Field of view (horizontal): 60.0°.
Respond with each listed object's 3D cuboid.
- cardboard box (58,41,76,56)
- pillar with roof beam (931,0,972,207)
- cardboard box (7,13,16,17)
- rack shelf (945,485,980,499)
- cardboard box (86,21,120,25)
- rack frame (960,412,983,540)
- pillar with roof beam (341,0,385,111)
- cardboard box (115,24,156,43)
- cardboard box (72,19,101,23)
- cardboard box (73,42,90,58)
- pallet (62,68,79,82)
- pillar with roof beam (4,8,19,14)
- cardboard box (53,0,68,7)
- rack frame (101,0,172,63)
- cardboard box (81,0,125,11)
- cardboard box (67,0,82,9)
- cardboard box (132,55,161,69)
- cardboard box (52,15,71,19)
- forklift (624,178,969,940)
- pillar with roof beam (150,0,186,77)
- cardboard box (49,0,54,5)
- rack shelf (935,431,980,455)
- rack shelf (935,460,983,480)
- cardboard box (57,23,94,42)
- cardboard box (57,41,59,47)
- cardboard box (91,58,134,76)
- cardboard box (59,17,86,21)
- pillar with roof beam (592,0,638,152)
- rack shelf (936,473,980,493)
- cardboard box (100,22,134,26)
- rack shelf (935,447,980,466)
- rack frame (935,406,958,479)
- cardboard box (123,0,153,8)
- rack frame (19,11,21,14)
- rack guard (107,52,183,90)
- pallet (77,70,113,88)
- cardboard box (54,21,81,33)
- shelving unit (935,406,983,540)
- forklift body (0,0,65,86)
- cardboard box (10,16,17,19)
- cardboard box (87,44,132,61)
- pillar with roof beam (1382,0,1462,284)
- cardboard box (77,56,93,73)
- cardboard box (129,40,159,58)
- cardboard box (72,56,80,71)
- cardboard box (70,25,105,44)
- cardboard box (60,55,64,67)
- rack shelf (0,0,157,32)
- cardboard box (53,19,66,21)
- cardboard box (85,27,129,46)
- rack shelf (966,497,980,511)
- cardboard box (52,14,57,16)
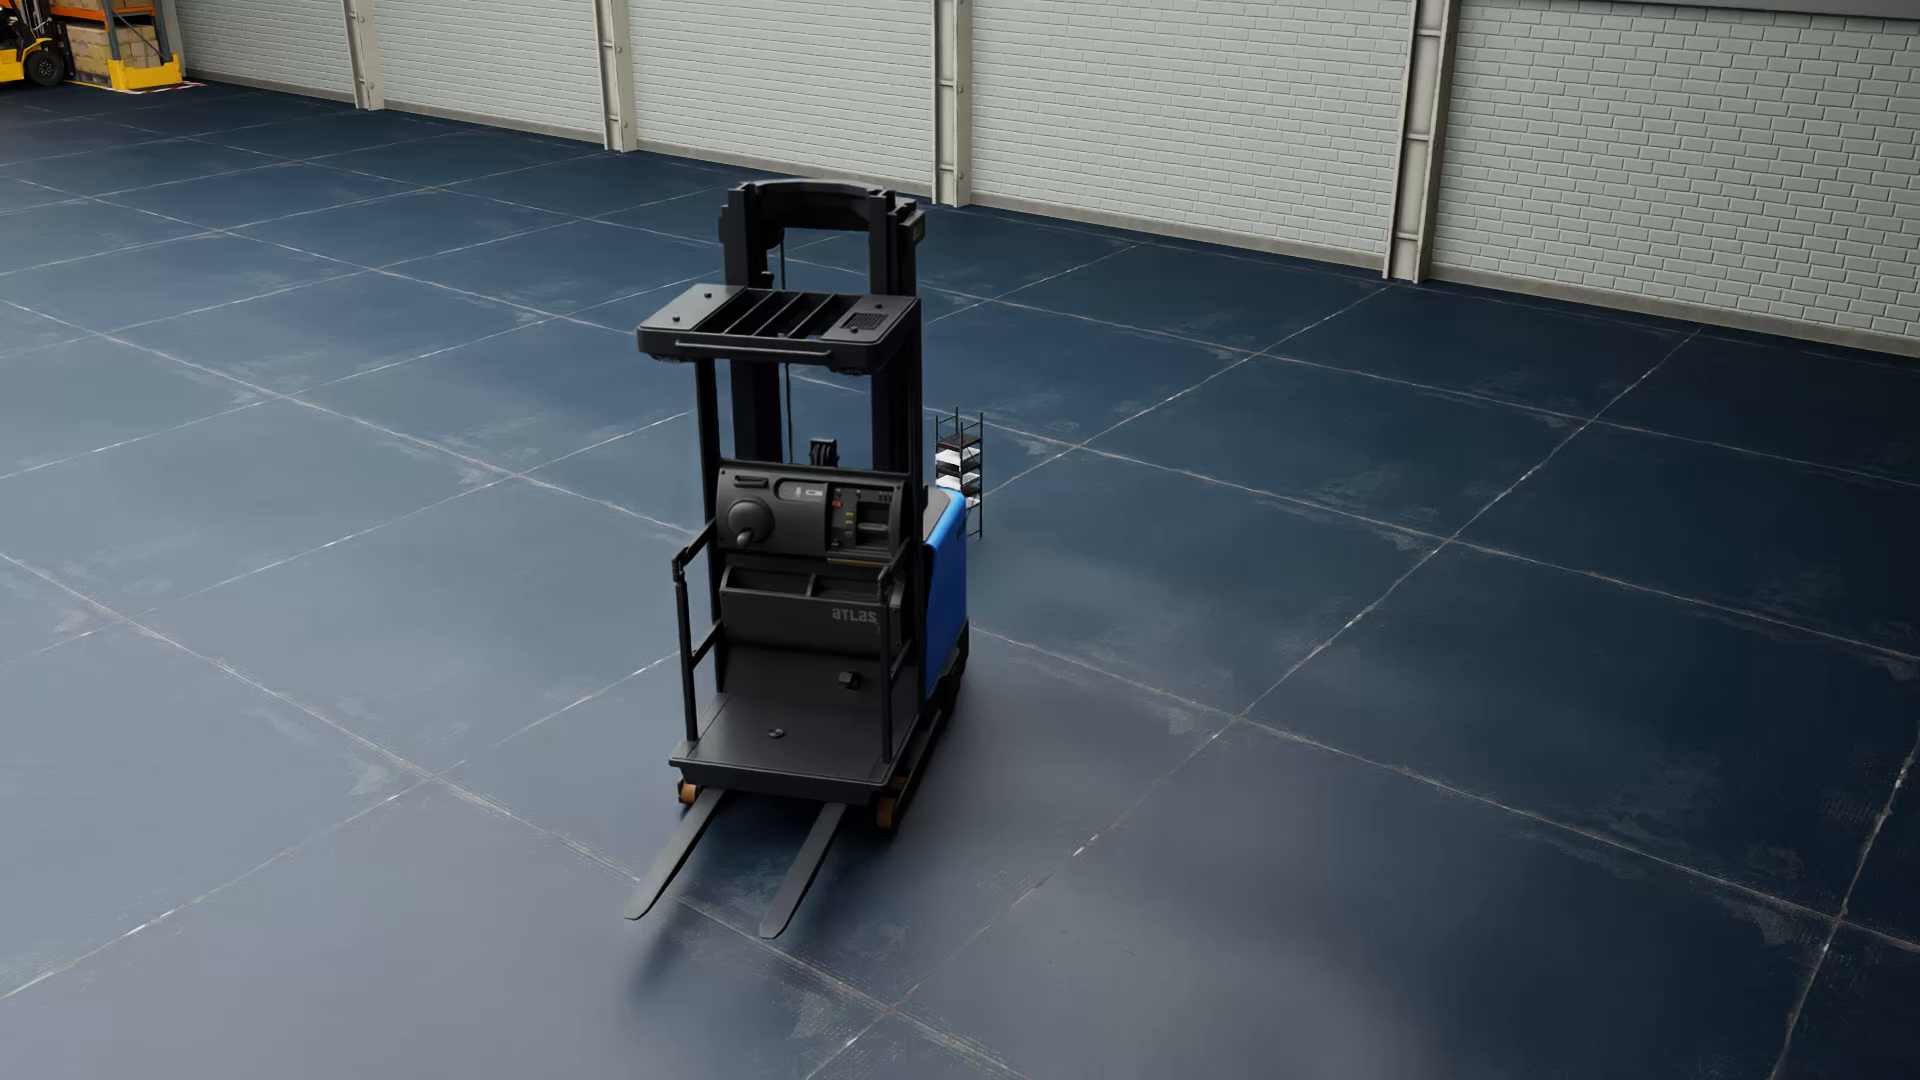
[{"bbox_3d":[-15.887,-8.905,30.009,0.500,0.250,0.500,16,28,32],"label":"cardboard box"},{"bbox_3d":[-2.684,-6.945,15.852,0.400,9.000,9.100,17,29,33],"label":"pillar with roof beam"},{"bbox_3d":[-18.730,-9.868,32.350,0.625,0.625,0.875,16,29,33],"label":"cardboard box"},{"bbox_3d":[-0.006,-0.301,11.123,0.200,0.077,0.258,17,29,33],"label":"rack shelf"},{"bbox_3d":[-15.556,-9.295,30.276,0.500,0.250,0.500,17,29,33],"label":"cardboard box"},{"bbox_3d":[0.075,-0.389,11.017,0.006,0.900,0.240,17,29,33],"label":"rack frame"},{"bbox_3d":[-12.287,-9.847,22.438,0.400,9.000,9.100,17,29,33],"label":"pillar with roof beam"},{"bbox_3d":[-14.760,-9.051,29.722,0.500,0.250,0.500,16,29,33],"label":"cardboard box"},{"bbox_3d":[-15.962,-9.421,30.562,0.500,0.250,0.500,16,28,32],"label":"cardboard box"},{"bbox_3d":[-15.461,-8.787,29.741,0.500,0.250,0.500,16,29,33],"label":"cardboard box"},{"bbox_3d":[-16.098,-8.673,30.672,1.213,0.211,1.003,17,29,33],"label":"pallet"},{"bbox_3d":[-21.889,-12.749,29.024,0.400,9.000,9.100,17,29,33],"label":"pillar with roof beam"},{"bbox_3d":[-15.860,-9.815,29.681,0.500,0.500,0.500,16,29,32],"label":"cardboard box"},{"bbox_3d":[-14.489,-9.482,29.051,0.127,3.000,1.000,17,29,33],"label":"rack frame"},{"bbox_3d":[-15.040,-9.562,29.109,0.500,0.500,0.500,16,28,32],"label":"cardboard box"},{"bbox_3d":[-15.450,-9.691,29.400,0.500,0.500,0.500,18,29,35],"label":"cardboard box"},{"bbox_3d":[-14.765,-8.598,29.934,0.500,0.250,0.500,17,29,34],"label":"cardboard box"},{"bbox_3d":[-16.766,-9.667,31.119,0.500,0.250,0.500,16,29,33],"label":"cardboard box"},{"bbox_3d":[-0.772,-0.101,7.844,1.130,2.935,3.031,5,24,11],"label":"forklift"},{"bbox_3d":[-17.088,-11.298,25.731,0.400,9.000,9.100,17,29,33],"label":"pillar with roof beam"},{"bbox_3d":[-16.269,-9.933,29.949,0.500,0.500,0.500,17,29,34],"label":"cardboard box"},{"bbox_3d":[-0.006,-0.630,10.978,0.200,0.077,0.258,17,29,33],"label":"rack shelf"},{"bbox_3d":[-0.006,-0.466,11.050,0.200,0.077,0.258,17,29,33],"label":"rack shelf"},{"bbox_3d":[-15.867,-9.125,29.889,0.500,0.250,0.500,17,29,34],"label":"cardboard box"},{"bbox_3d":[-16.285,-9.027,30.287,0.500,0.250,0.500,17,29,33],"label":"cardboard box"},{"bbox_3d":[-15.055,-8.428,29.547,0.500,0.250,0.500,17,29,34],"label":"cardboard box"},{"bbox_3d":[-16.369,-9.540,30.832,0.500,0.250,0.500,17,29,34],"label":"cardboard box"},{"bbox_3d":[-7.485,-8.396,19.145,0.400,9.000,9.100,17,29,33],"label":"pillar with roof beam"},{"bbox_3d":[-0.006,-0.383,11.086,0.200,0.077,0.258,17,29,33],"label":"rack shelf"},{"bbox_3d":[-15.162,-9.171,29.993,0.500,0.250,0.500,17,29,33],"label":"cardboard box"},{"bbox_3d":[-0.006,-0.548,11.014,0.200,0.077,0.258,17,29,33],"label":"rack shelf"},{"bbox_3d":[-0.088,-0.438,11.129,0.006,0.900,0.240,17,29,33],"label":"rack frame"},{"bbox_3d":[-14.719,-9.738,29.506,0.500,0.500,0.500,18,29,35],"label":"cardboard box"},{"bbox_3d":[-17.690,-10.450,31.247,0.127,3.000,1.000,17,29,33],"label":"rack frame"},{"bbox_3d":[-14.470,-8.333,29.542,0.348,0.500,1.175,17,29,33],"label":"rack guard"},{"bbox_3d":[-15.126,-8.378,30.002,1.213,0.211,1.003,17,29,33],"label":"pallet"},{"bbox_3d":[-16.267,-9.250,30.173,0.500,0.250,0.500,16,28,32],"label":"cardboard box"},{"bbox_3d":[-0.006,-0.414,11.073,0.210,0.900,0.258,17,29,33],"label":"shelving unit"},{"bbox_3d":[-17.101,-8.964,28.927,1.214,2.155,2.313,17,29,33],"label":"forklift body"},{"bbox_3d":[-17.491,-9.623,31.019,0.500,0.250,0.500,16,29,33],"label":"cardboard box"},{"bbox_3d":[-15.066,-8.662,29.458,0.500,0.250,0.500,16,29,33],"label":"cardboard box"},{"bbox_3d":[2.117,-5.494,12.559,0.400,9.000,9.100,17,29,33],"label":"pillar with roof beam"},{"bbox_3d":[-15.447,-8.551,29.827,0.500,0.250,0.500,17,29,33],"label":"cardboard box"},{"bbox_3d":[-14.741,-8.826,29.830,0.500,0.250,0.500,17,29,34],"label":"cardboard box"},{"bbox_3d":[-15.842,-8.675,30.108,0.500,0.250,0.500,17,29,34],"label":"cardboard box"},{"bbox_3d":[-15.457,-9.006,29.620,0.500,0.250,0.500,17,29,34],"label":"cardboard box"},{"bbox_3d":[-16.271,-8.794,30.377,0.500,0.250,0.500,18,29,35],"label":"cardboard box"},{"bbox_3d":[-16.090,-9.637,30.294,4.000,0.370,1.077,17,29,33],"label":"rack shelf"},{"bbox_3d":[-16.683,-9.379,30.467,0.500,0.250,0.500,18,29,35],"label":"cardboard box"},{"bbox_3d":[-15.045,-8.885,29.344,0.500,0.250,0.500,18,29,35],"label":"cardboard box"},{"bbox_3d":[-0.006,-0.219,11.159,0.200,0.077,0.258,17,29,33],"label":"rack shelf"},{"bbox_3d":[-17.180,-9.785,31.386,0.500,0.250,0.500,17,29,34],"label":"cardboard box"}]
